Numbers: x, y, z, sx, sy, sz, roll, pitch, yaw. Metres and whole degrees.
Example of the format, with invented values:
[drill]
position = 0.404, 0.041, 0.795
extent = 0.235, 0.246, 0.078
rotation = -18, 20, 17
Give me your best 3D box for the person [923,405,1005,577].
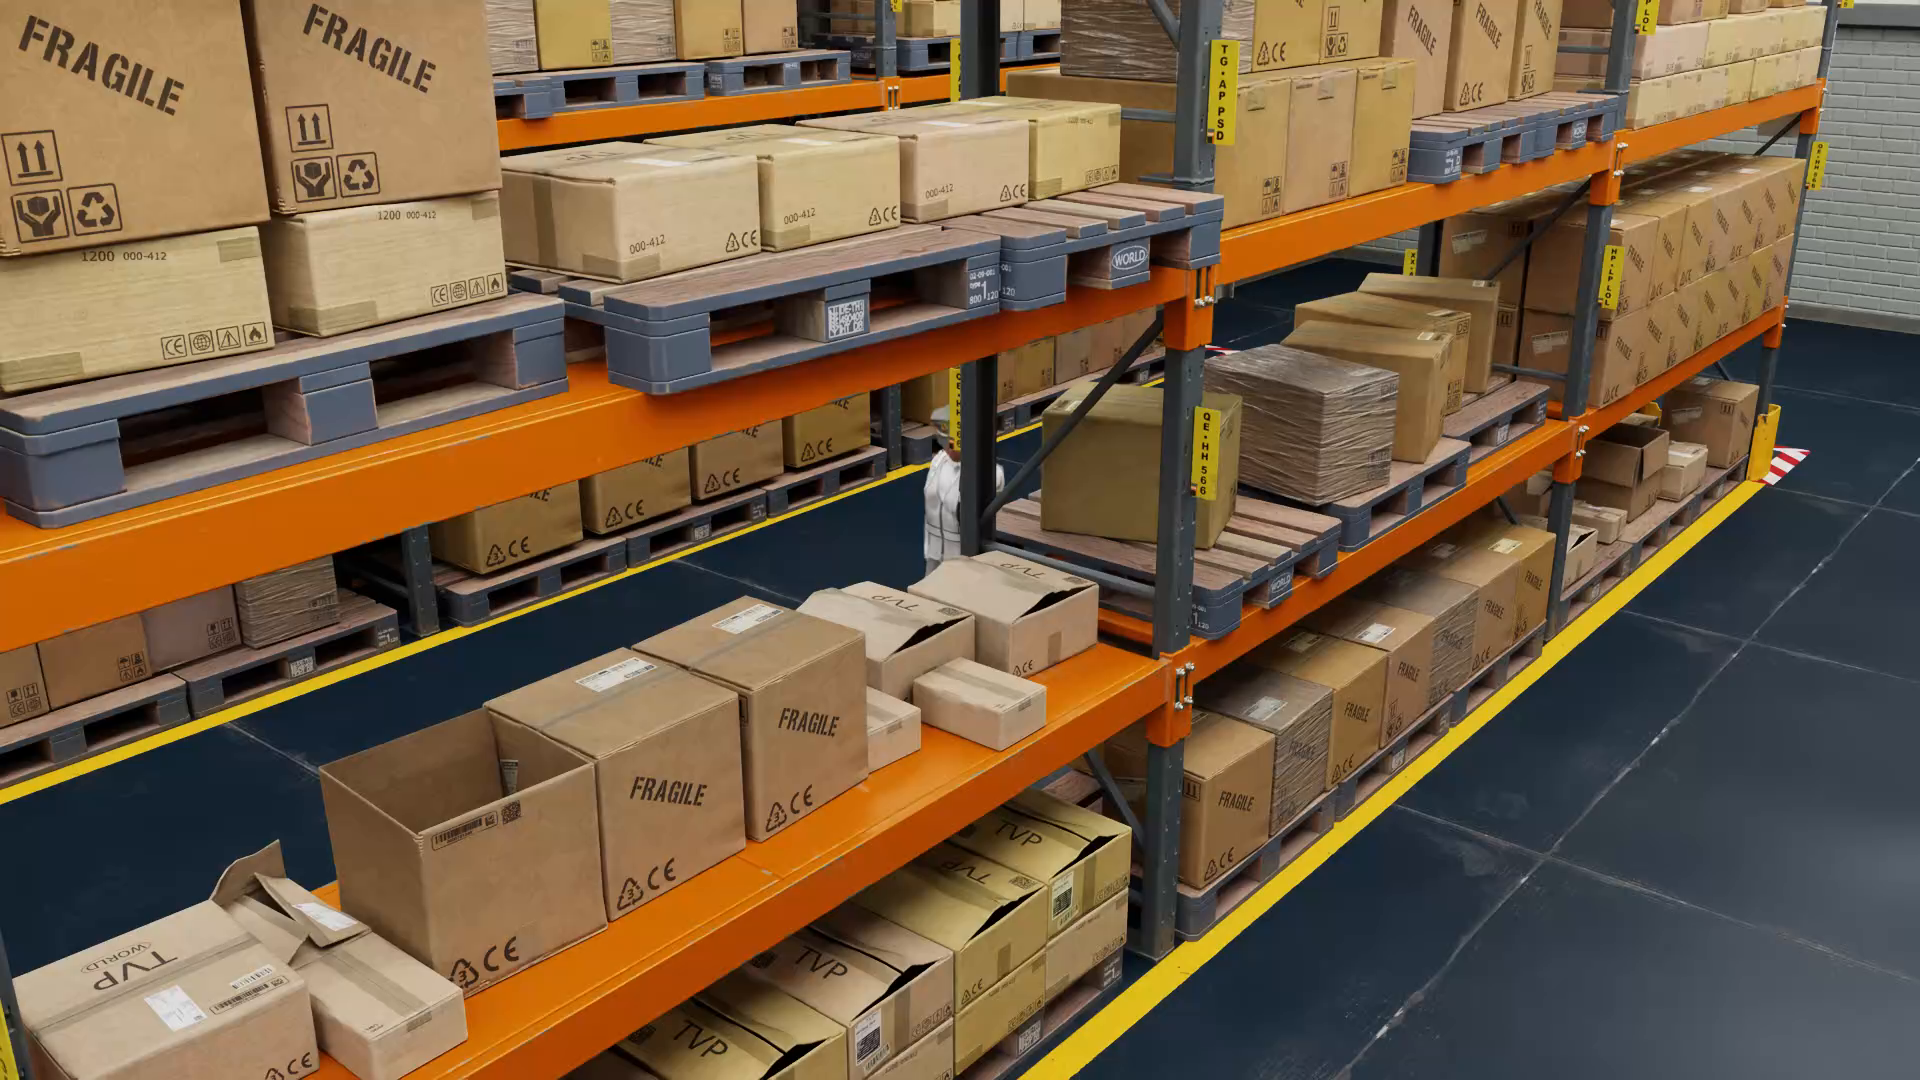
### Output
[person]
position = 0.010, 0.135, 8.227
extent = 0.475, 1.661, 0.327
rotation = 16, 26, 37
